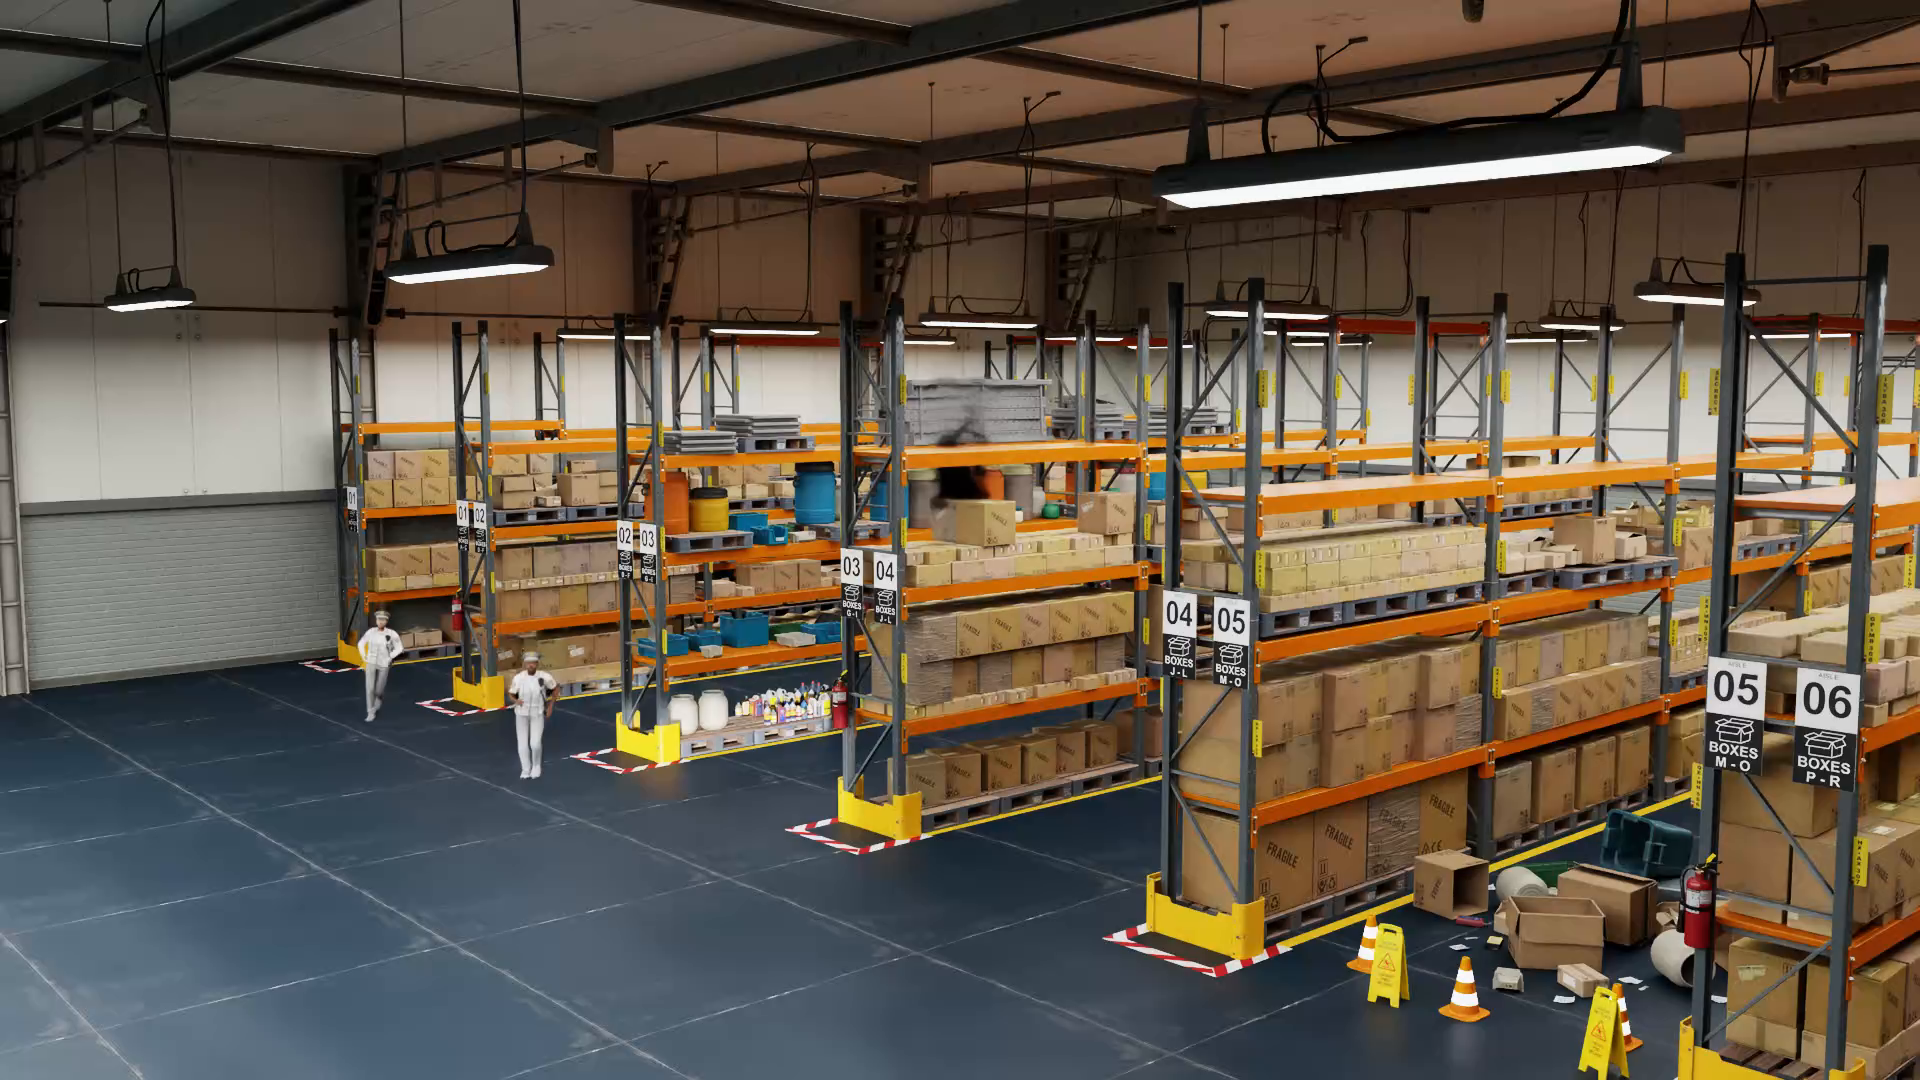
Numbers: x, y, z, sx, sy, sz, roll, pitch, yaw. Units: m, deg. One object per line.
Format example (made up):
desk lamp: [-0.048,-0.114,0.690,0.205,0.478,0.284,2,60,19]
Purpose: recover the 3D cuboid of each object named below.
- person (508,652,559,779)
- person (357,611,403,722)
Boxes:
person: [-5.454,2.244,21.217,0.608,1.668,0.630,-1,6,-6]
person: [-8.769,1.878,25.167,0.657,1.660,0.646,-1,6,-9]
